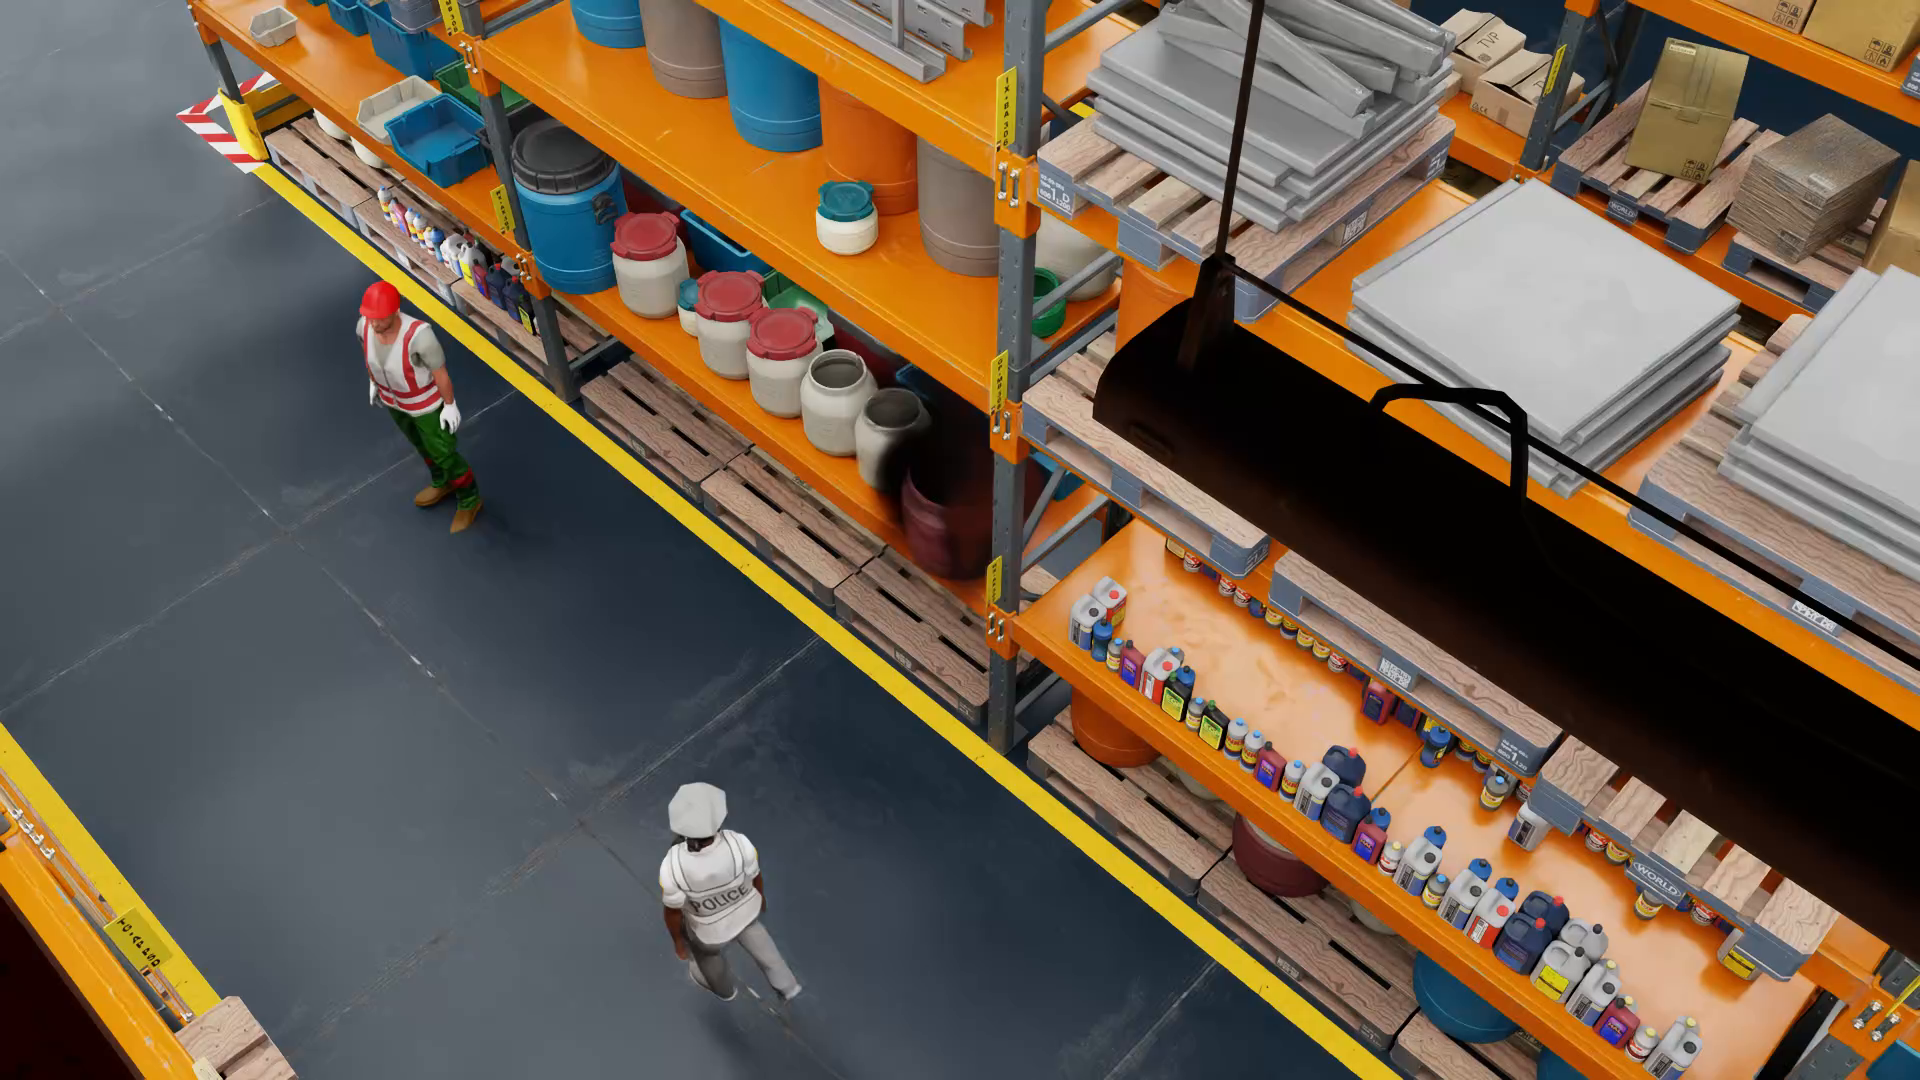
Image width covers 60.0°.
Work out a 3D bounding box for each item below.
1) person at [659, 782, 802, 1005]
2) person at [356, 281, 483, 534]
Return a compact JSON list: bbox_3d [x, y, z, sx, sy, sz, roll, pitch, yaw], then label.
[{"bbox_3d":[-1.079,1.709,7.511,0.599,1.642,0.452,34,58,25],"label":"person"},{"bbox_3d":[-3.287,-0.810,9.930,0.614,1.830,0.405,20,53,16],"label":"person"}]
